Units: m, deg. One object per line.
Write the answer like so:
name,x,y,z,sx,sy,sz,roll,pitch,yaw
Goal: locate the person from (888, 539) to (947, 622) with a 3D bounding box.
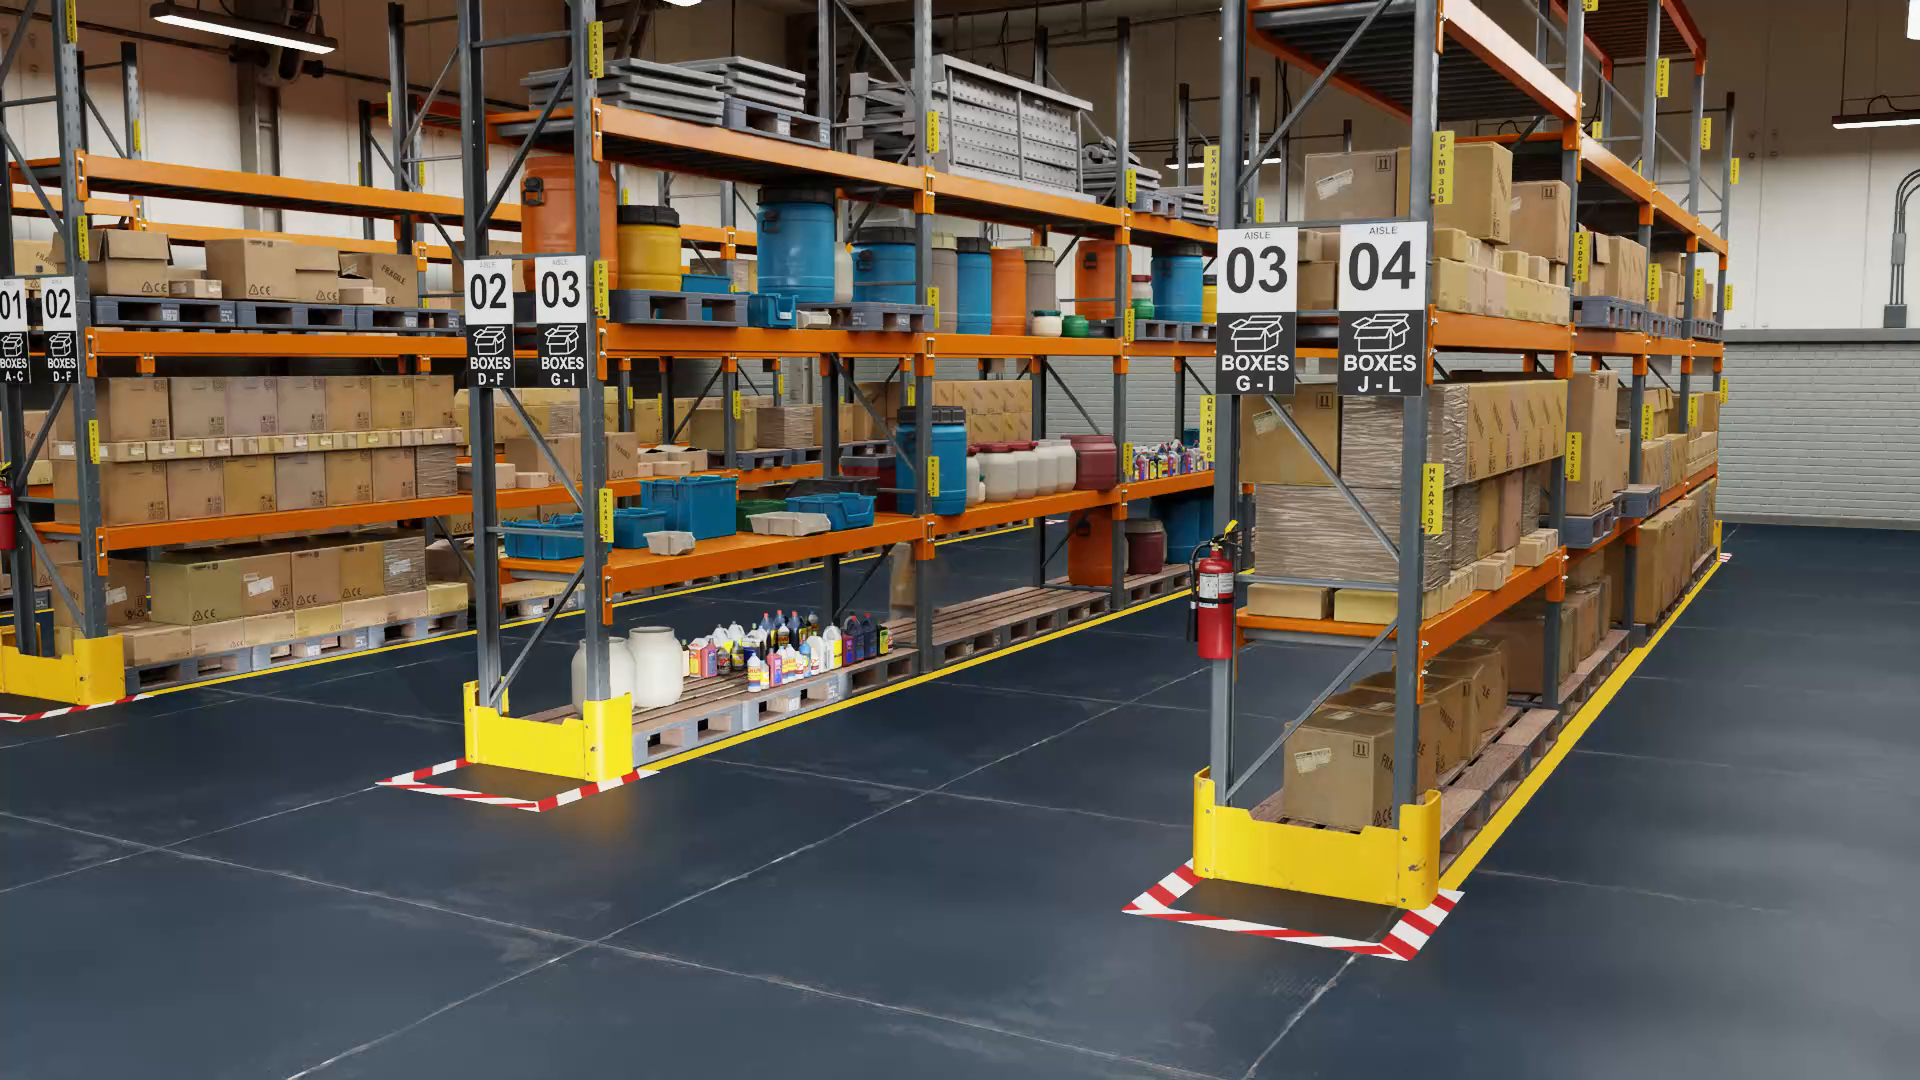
person,-0.410,0.075,15.549,0.532,1.659,0.539,1,6,6
